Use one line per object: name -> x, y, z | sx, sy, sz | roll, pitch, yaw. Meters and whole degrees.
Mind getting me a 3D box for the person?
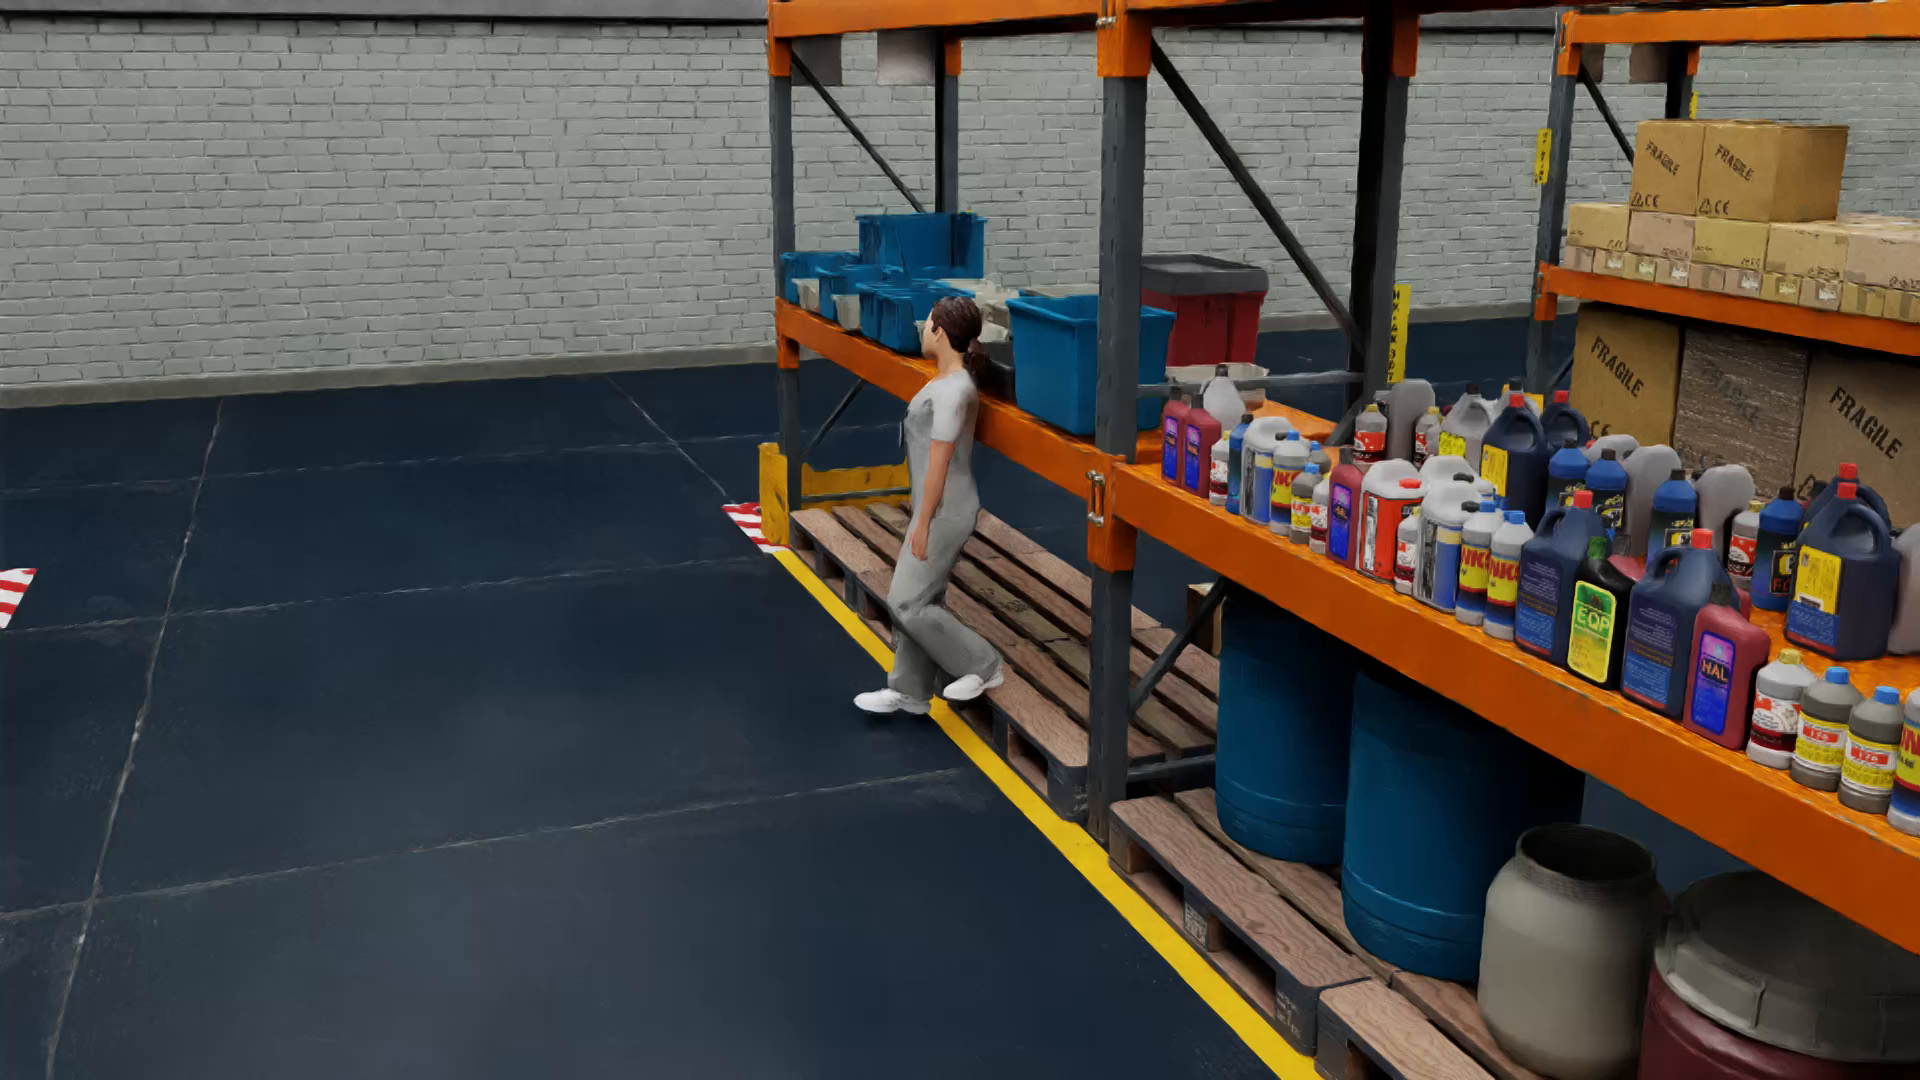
person -> -0.124, -0.093, 6.287 | 0.572, 1.656, 0.567 | -1, 16, -5
